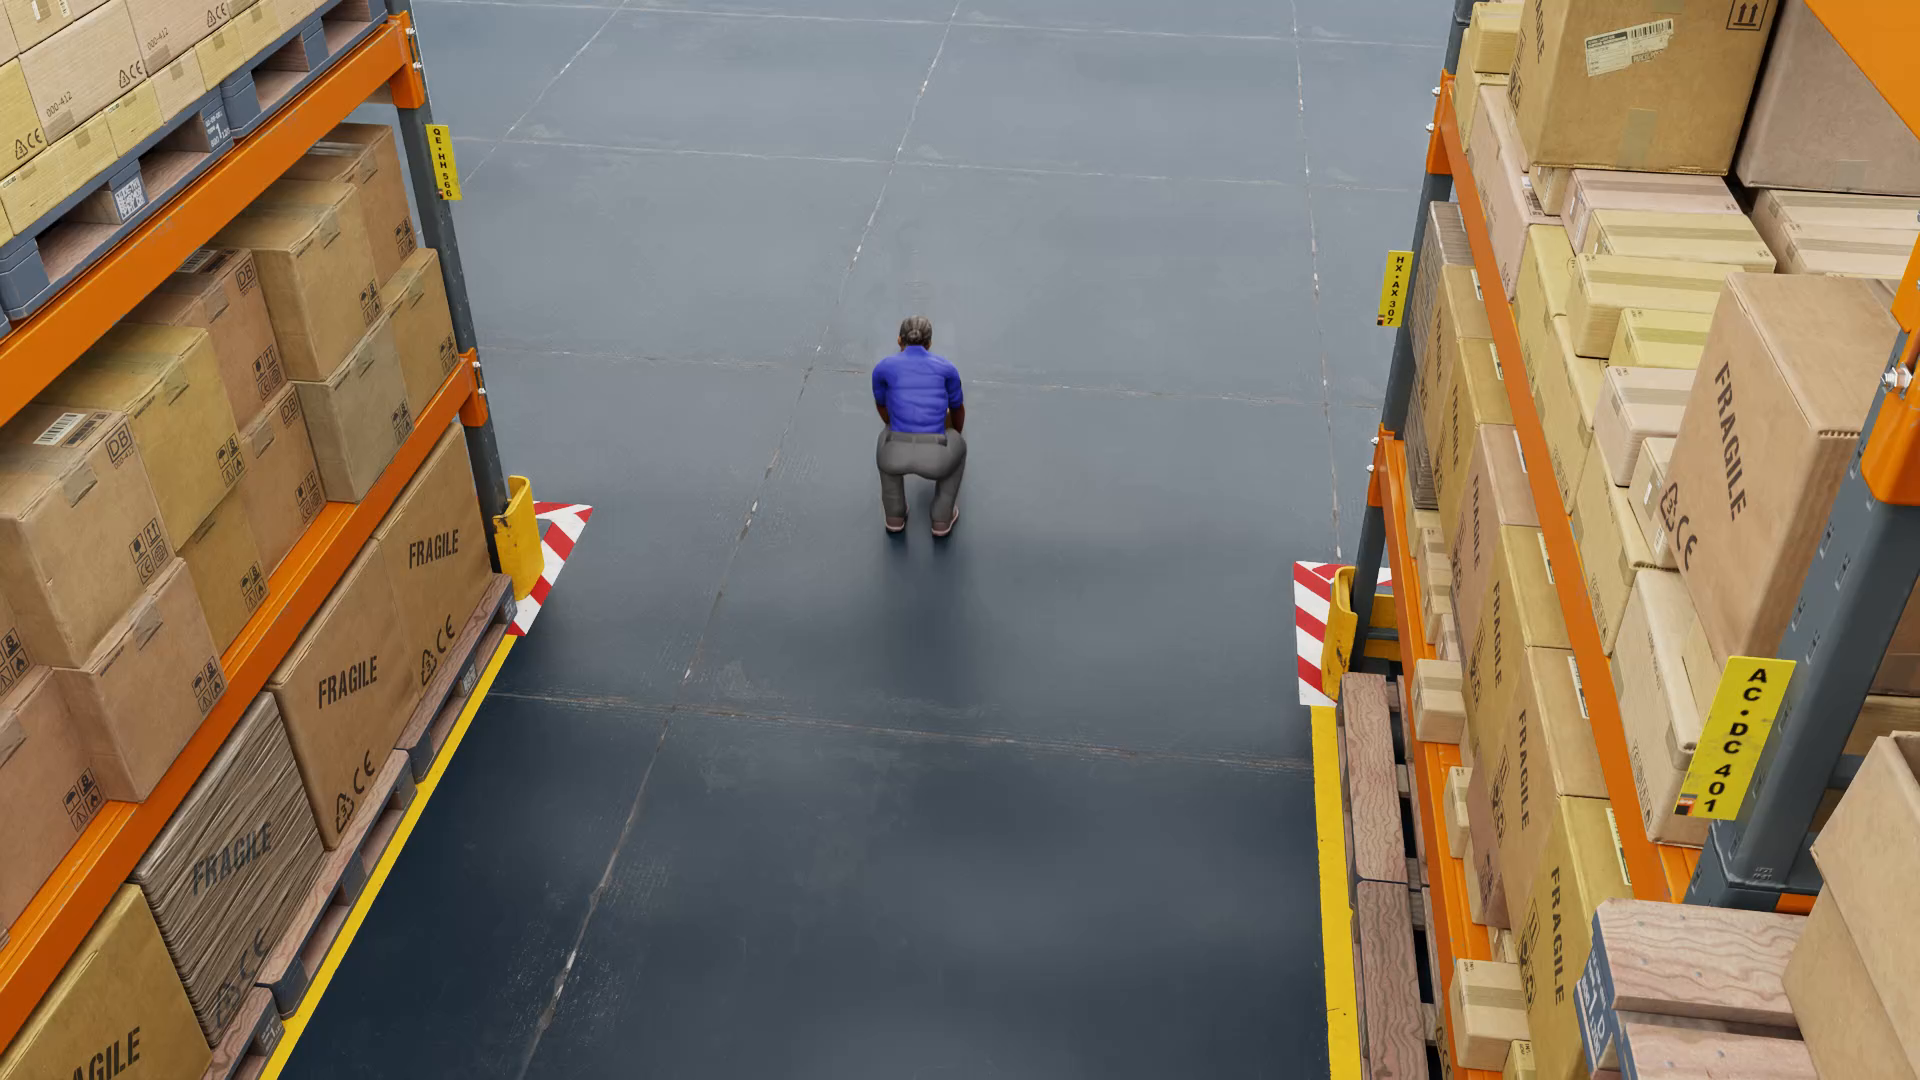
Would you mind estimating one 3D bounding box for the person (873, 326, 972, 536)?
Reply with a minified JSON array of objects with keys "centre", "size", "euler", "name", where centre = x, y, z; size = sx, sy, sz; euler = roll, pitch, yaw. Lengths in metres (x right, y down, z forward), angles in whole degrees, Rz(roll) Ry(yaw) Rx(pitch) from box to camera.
[{"centre":[-0.209,-0.553,8.430],"size":[0.507,0.916,0.820],"euler":[4,37,6],"name":"person"}]
